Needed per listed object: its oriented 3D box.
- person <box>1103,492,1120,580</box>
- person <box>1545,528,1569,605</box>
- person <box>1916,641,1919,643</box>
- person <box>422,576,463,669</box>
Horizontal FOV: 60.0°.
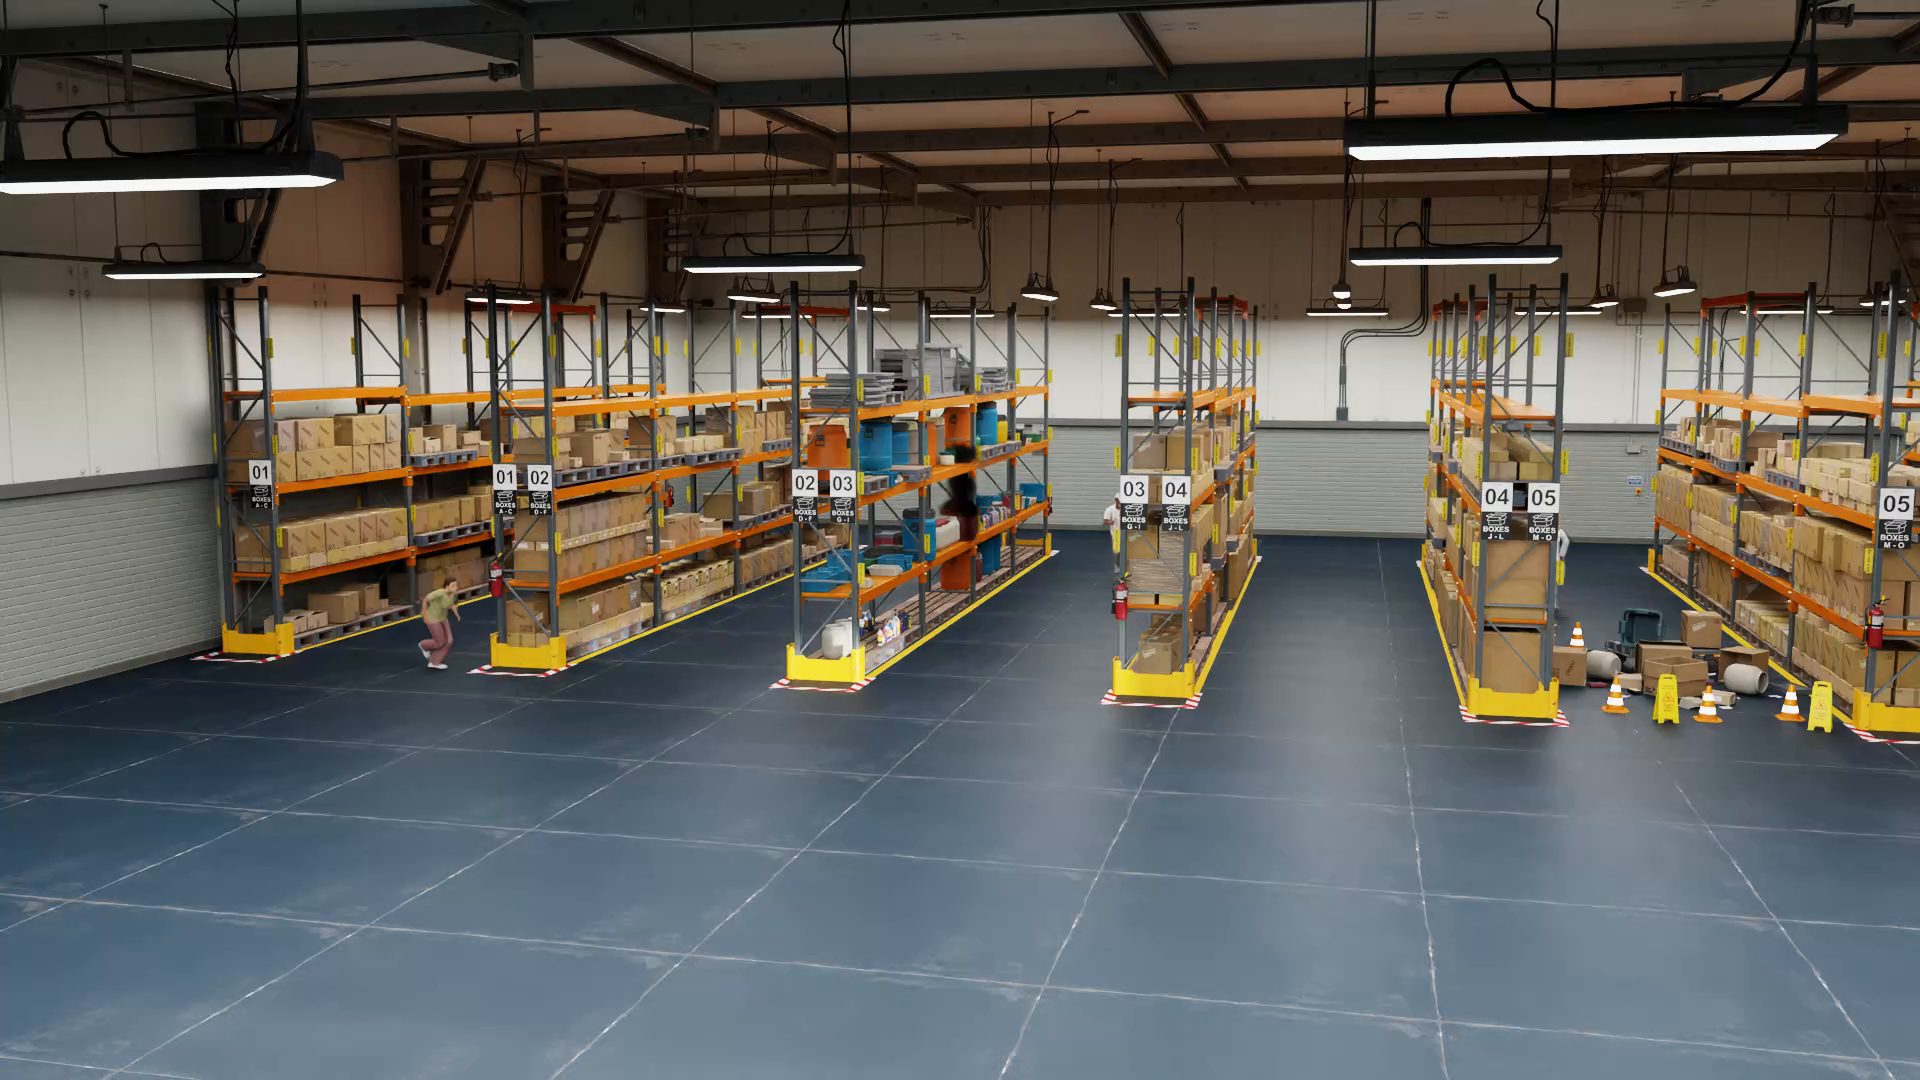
[{"bbox_3d":[3.324,-0.090,34.630,0.683,1.850,0.843,1,7,9],"label":"person"},{"bbox_3d":[11.455,0.428,32.395,0.646,1.821,0.919,0,7,-1],"label":"person"},{"bbox_3d":[15.686,1.141,27.243,0.612,1.480,0.840,0,7,-1],"label":"person"},{"bbox_3d":[-8.134,1.292,25.988,0.774,1.492,0.605,4,8,30],"label":"person"}]
